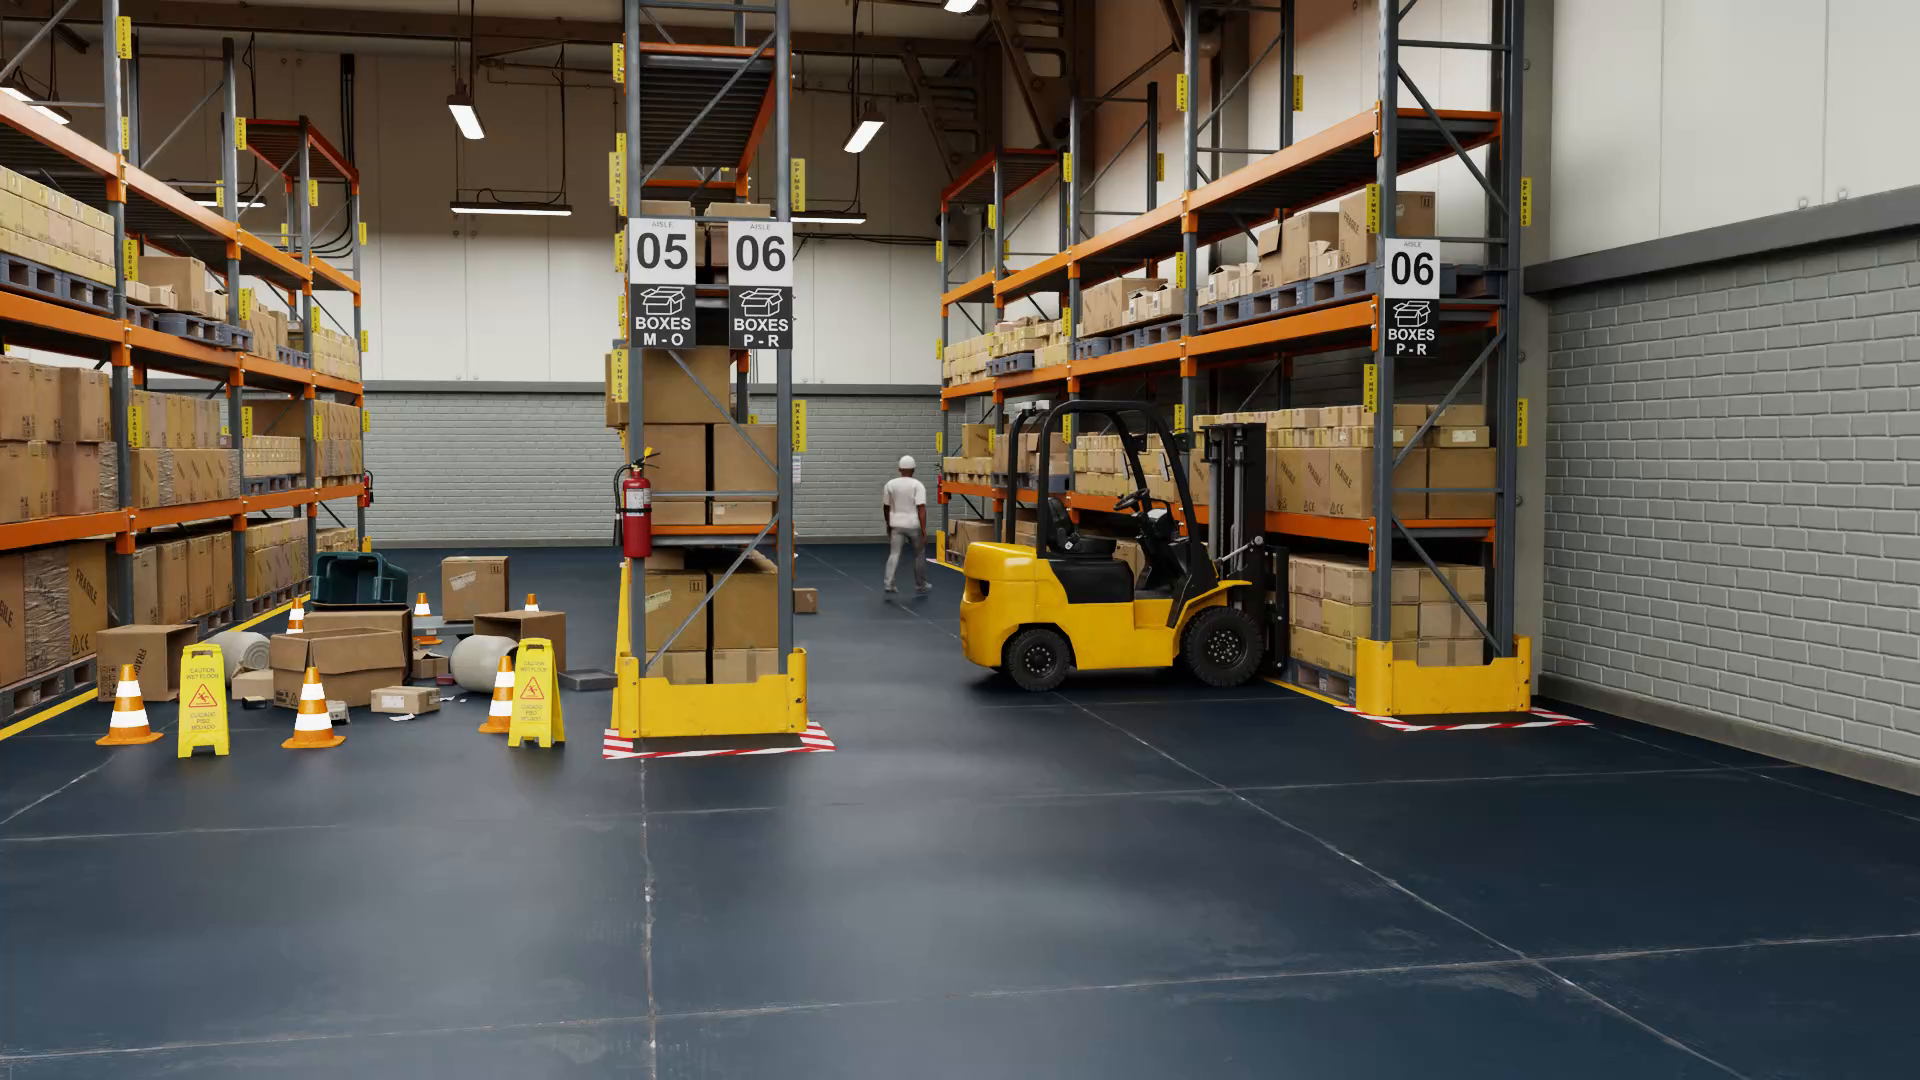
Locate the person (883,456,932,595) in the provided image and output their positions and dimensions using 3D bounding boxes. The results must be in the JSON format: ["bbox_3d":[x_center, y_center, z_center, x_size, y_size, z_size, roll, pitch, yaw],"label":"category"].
[{"bbox_3d":[-0.648,-0.171,20.296,0.604,1.718,1.081,1,3,14],"label":"person"}]
